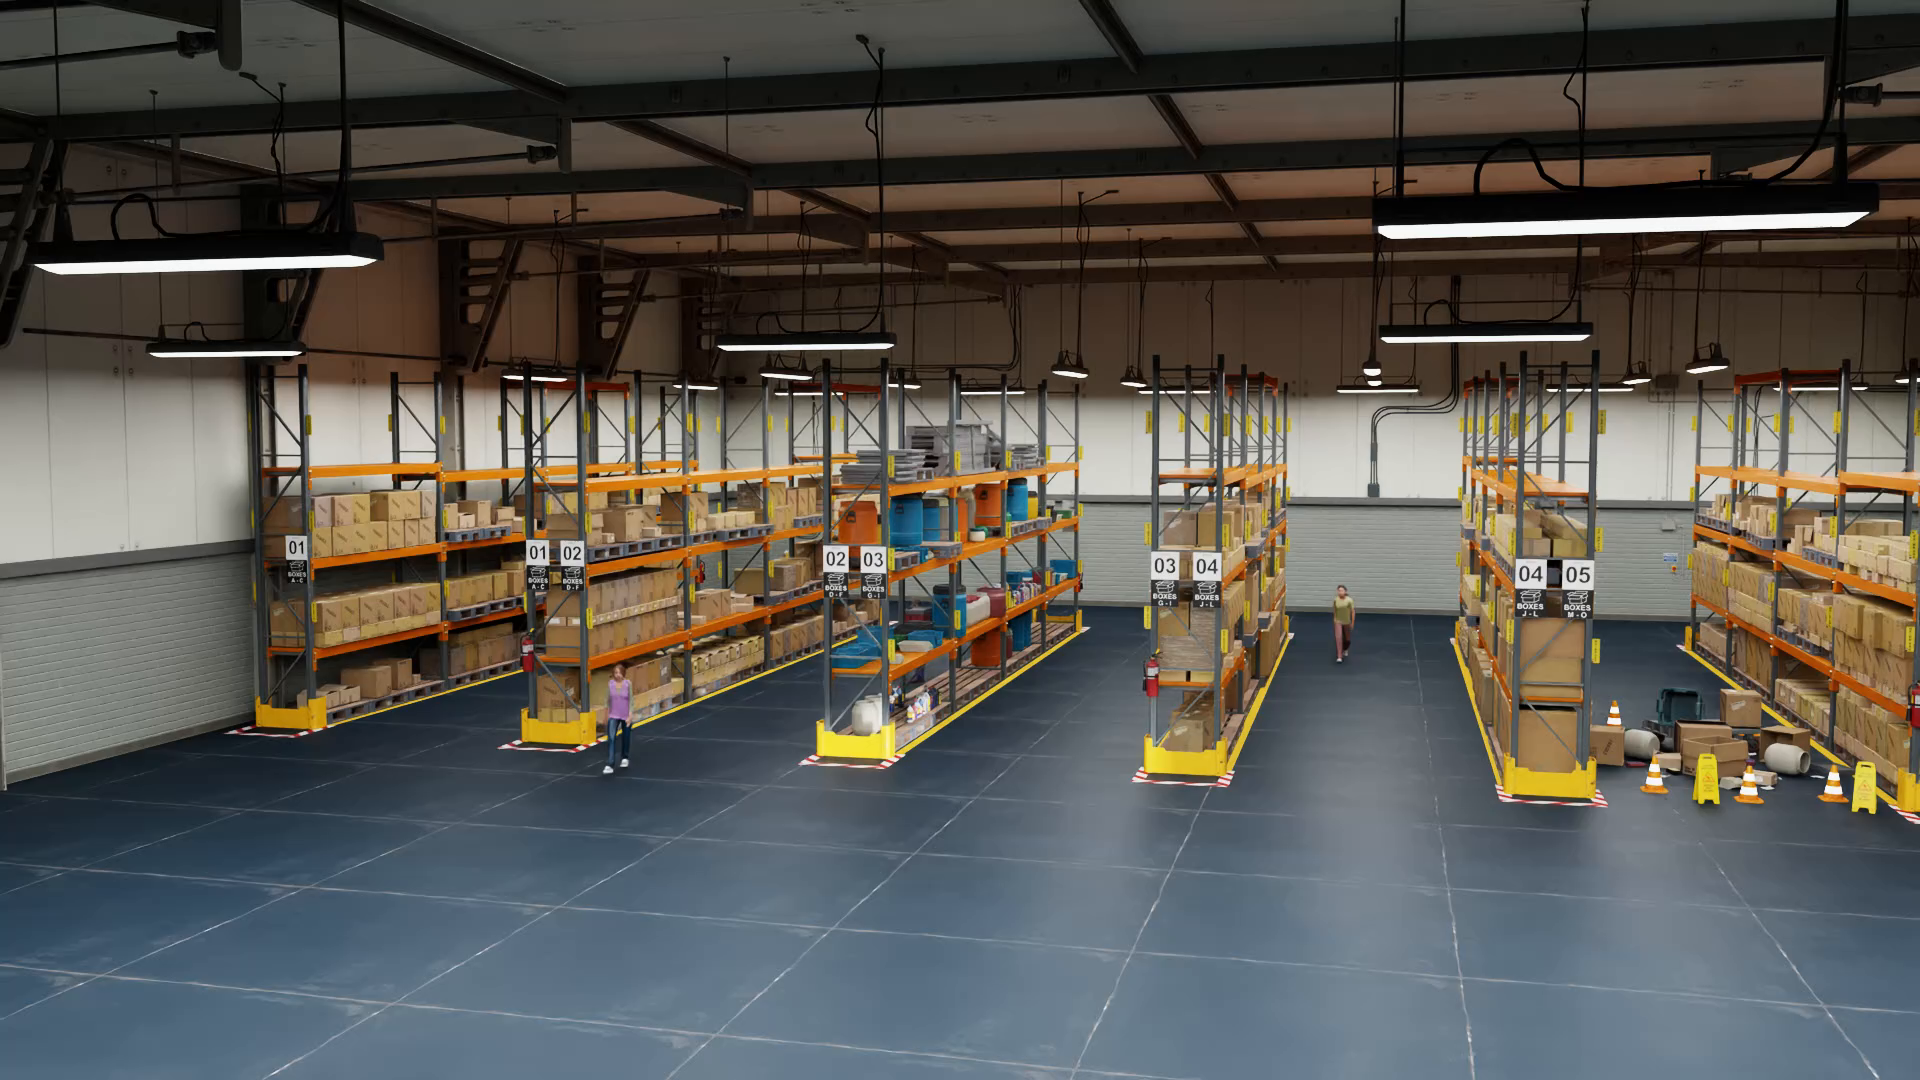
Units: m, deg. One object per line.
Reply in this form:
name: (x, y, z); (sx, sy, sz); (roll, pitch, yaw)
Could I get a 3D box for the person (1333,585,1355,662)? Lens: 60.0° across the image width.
person: (8.140, 1.750, 35.274); (0.451, 1.624, 0.937); (1, 4, 11)

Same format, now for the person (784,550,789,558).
person: (-4.748, 1.063, 45.203); (0.494, 1.621, 0.855); (-3, 5, -40)

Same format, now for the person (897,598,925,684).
person: (-0.989, 1.967, 32.372); (0.693, 1.649, 0.597); (4, 5, 42)

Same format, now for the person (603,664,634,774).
person: (-4.912, 2.574, 23.918); (0.454, 1.510, 0.968); (-1, 4, -12)
